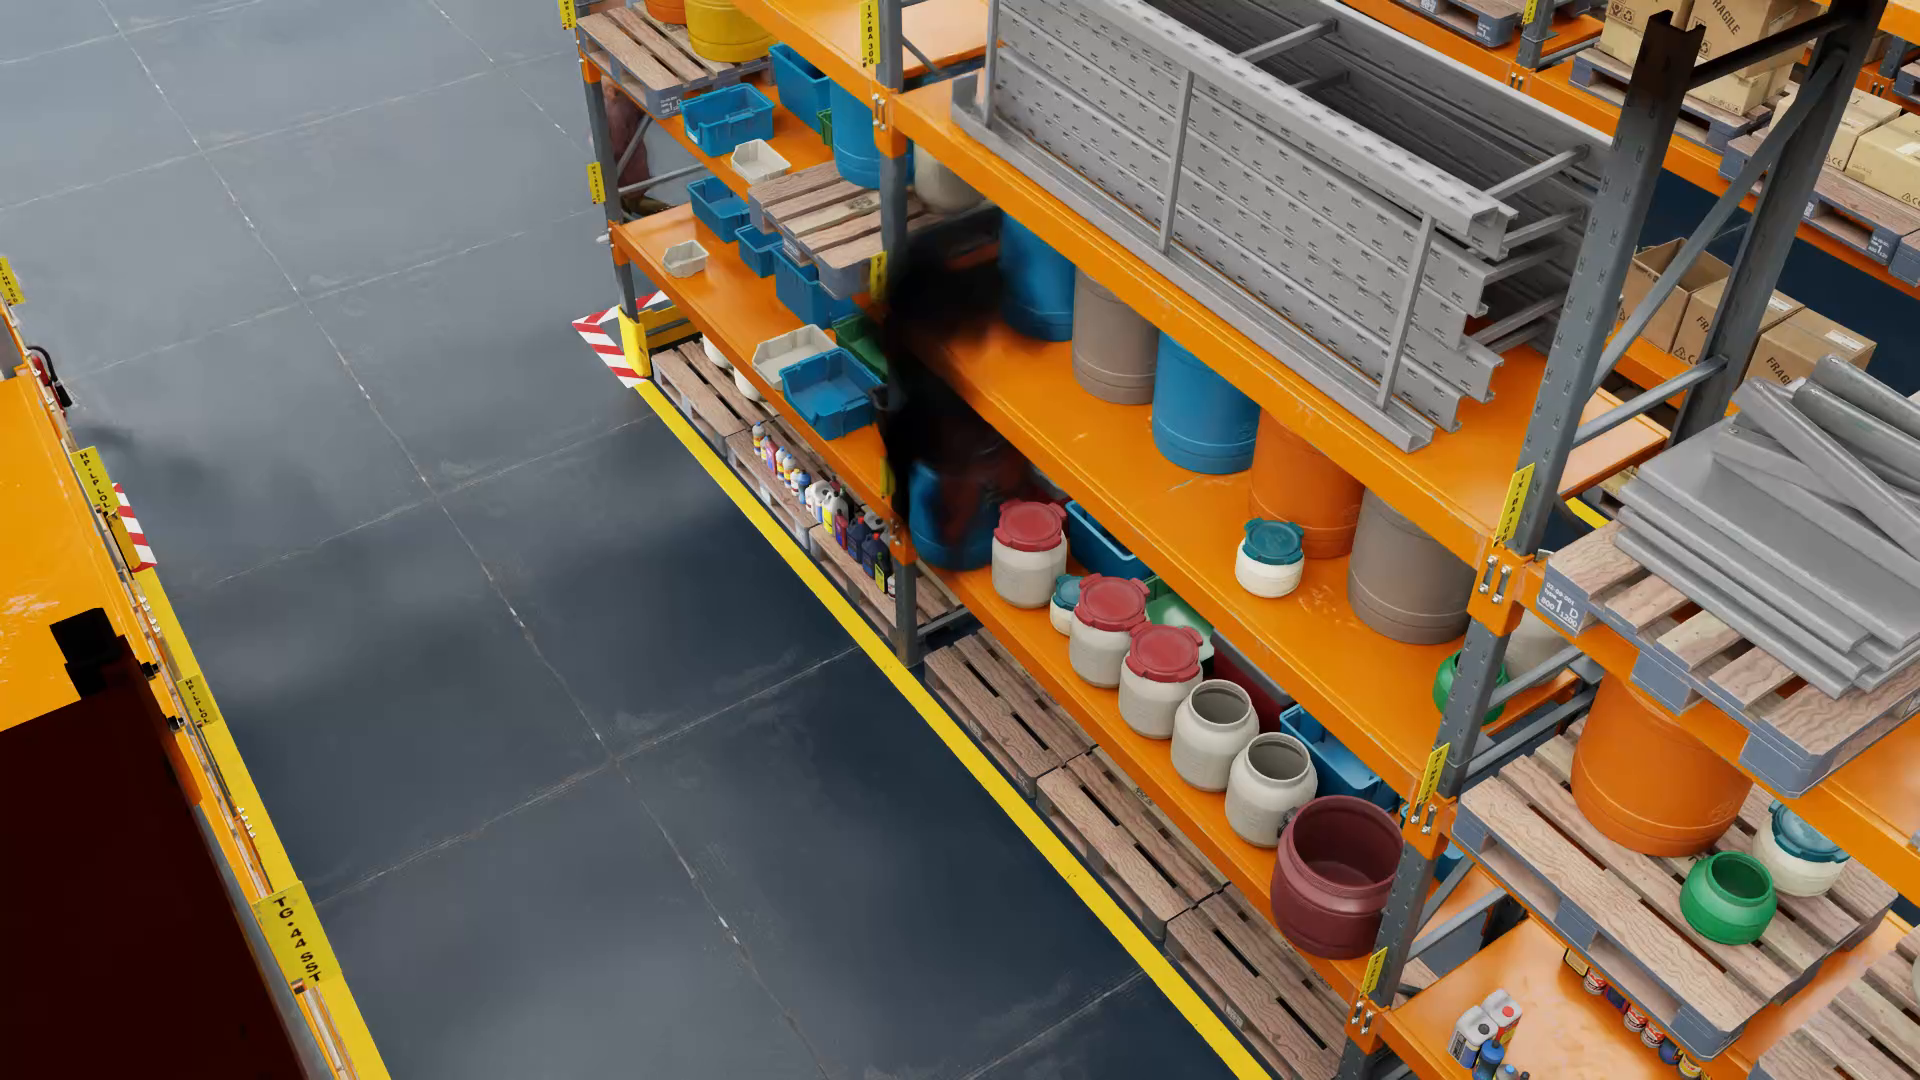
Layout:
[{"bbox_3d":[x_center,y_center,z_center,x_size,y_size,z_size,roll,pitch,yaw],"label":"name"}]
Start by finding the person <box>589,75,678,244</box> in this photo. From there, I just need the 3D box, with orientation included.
[{"bbox_3d":[-2.743,-3.136,13.906,0.944,1.770,0.748,2,43,2],"label":"person"}]
